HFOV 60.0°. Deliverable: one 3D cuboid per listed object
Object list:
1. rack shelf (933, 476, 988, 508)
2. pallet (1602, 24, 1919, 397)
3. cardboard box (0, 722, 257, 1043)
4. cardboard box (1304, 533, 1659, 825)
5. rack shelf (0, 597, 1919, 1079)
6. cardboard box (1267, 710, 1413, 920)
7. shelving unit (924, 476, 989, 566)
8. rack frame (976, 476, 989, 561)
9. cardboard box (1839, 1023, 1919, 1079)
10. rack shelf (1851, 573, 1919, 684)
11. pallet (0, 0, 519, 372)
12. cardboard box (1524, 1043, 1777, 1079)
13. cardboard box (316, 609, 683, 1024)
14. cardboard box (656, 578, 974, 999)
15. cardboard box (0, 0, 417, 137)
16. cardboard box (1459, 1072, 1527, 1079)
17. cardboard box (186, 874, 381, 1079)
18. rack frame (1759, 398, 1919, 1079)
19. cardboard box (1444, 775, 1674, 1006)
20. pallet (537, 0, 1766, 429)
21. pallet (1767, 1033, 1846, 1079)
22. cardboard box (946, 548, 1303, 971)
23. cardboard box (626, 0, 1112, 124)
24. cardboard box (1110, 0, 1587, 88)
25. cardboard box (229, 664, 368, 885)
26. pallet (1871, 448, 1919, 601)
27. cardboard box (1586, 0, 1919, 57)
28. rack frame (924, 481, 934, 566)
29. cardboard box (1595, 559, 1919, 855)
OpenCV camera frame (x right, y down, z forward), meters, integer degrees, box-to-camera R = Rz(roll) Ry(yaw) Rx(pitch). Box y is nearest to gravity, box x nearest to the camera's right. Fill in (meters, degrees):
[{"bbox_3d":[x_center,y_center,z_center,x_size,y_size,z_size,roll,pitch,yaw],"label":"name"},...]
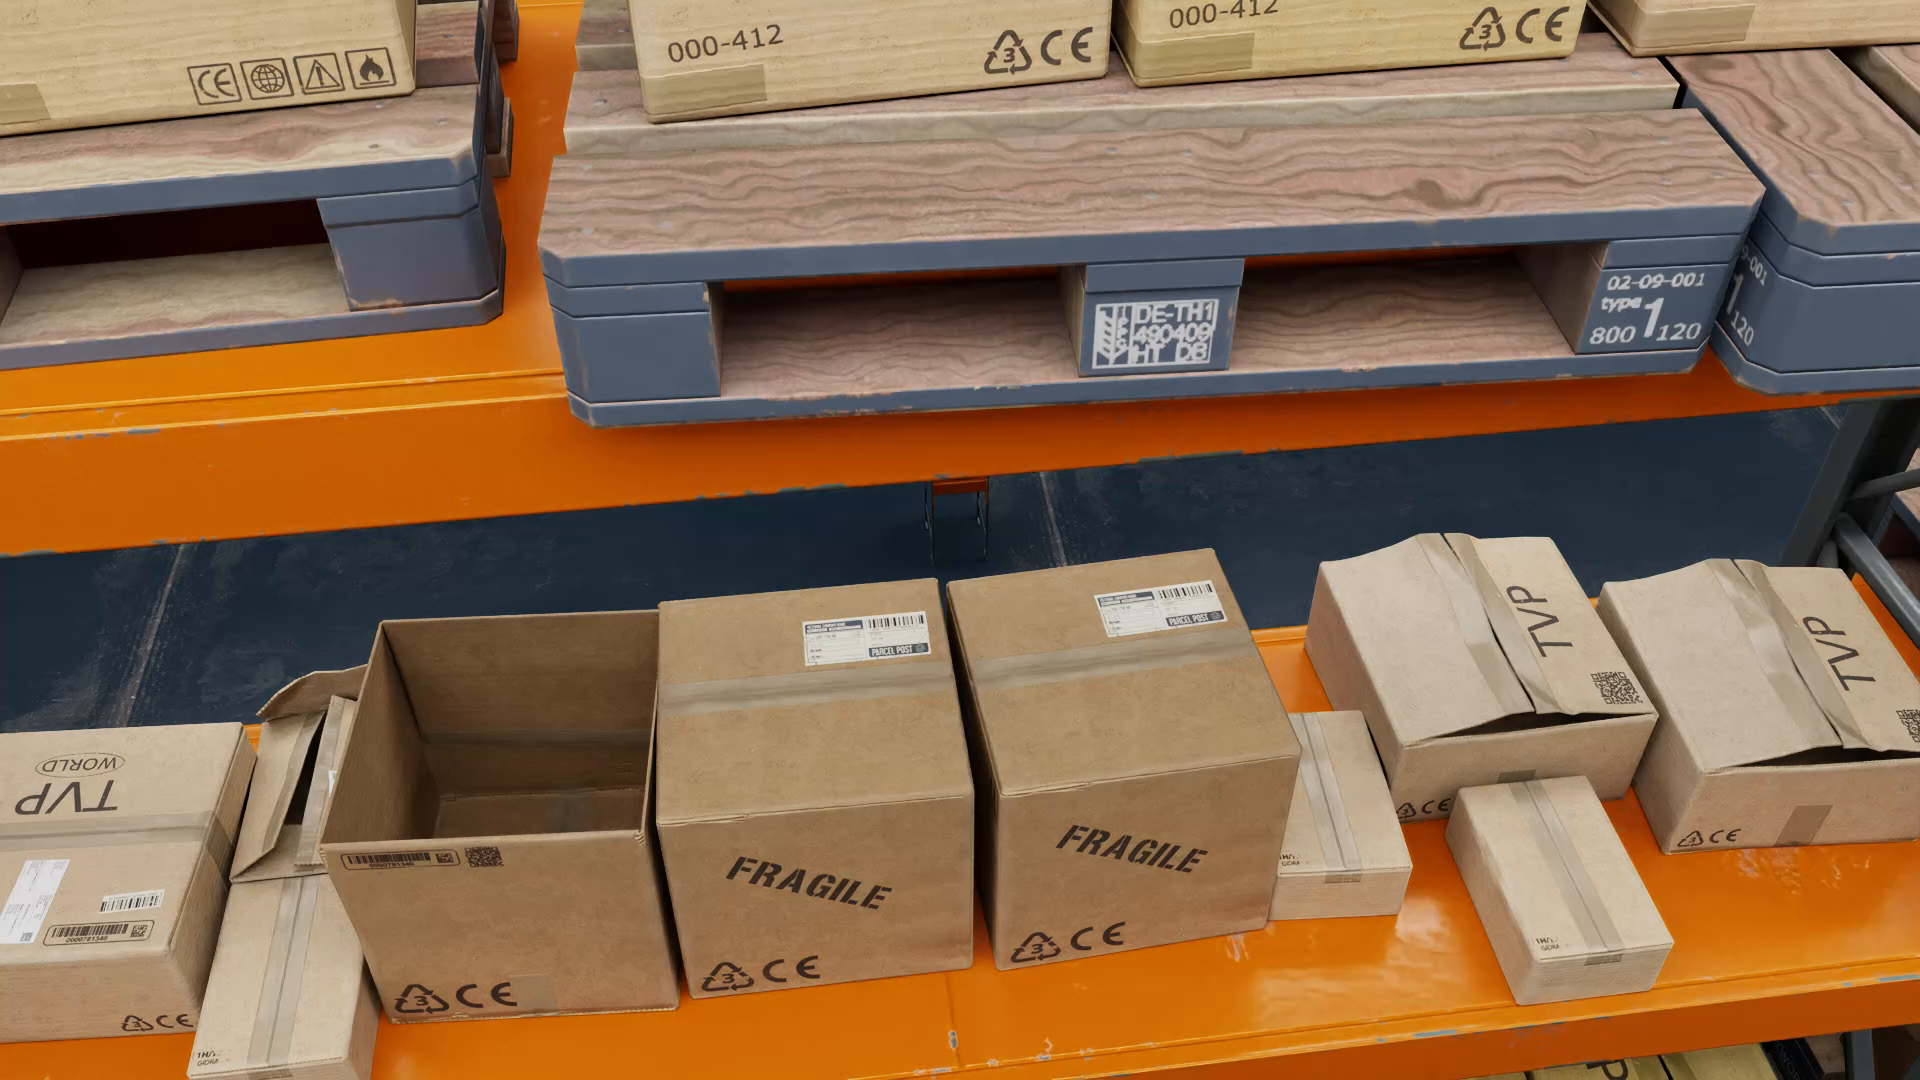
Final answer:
[{"bbox_3d":[-0.014,-0.233,5.537,0.180,0.103,0.258,-5,42,-6],"label":"rack shelf"},{"bbox_3d":[1.266,-0.655,2.138,1.003,0.211,1.213,-3,42,-4],"label":"pallet"},{"bbox_3d":[-1.556,0.602,2.955,0.500,0.250,0.500,-3,42,-3],"label":"cardboard box"},{"bbox_3d":[1.015,0.253,3.297,0.500,0.311,0.500,-5,42,-6],"label":"cardboard box"},{"bbox_3d":[-0.056,0.711,3.259,4.000,0.370,1.077,-5,42,-6],"label":"rack shelf"},{"bbox_3d":[0.670,0.512,3.130,0.250,0.149,0.380,-2,42,-2],"label":"cardboard box"},{"bbox_3d":[-0.014,-0.444,5.347,0.189,1.200,0.258,-5,42,-6],"label":"shelving unit"},{"bbox_3d":[0.076,-0.452,5.356,0.006,1.200,0.240,-5,42,-6],"label":"rack frame"},{"bbox_3d":[2.416,1.186,3.734,0.500,0.500,0.500,-3,42,-4],"label":"cardboard box"},{"bbox_3d":[3.910,0.364,3.644,4.000,0.370,1.077,-5,42,-6],"label":"rack shelf"},{"bbox_3d":[-1.166,-0.510,1.979,1.217,0.209,0.805,-7,42,-7],"label":"pallet"},{"bbox_3d":[1.440,1.136,3.571,0.500,0.311,0.500,-4,42,-4],"label":"cardboard box"},{"bbox_3d":[-0.753,0.479,2.905,0.500,0.500,0.500,-2,42,-2],"label":"cardboard box"},{"bbox_3d":[-0.256,0.436,2.953,0.500,0.500,0.500,-5,42,-5],"label":"cardboard box"},{"bbox_3d":[-0.883,-0.693,1.838,0.500,0.250,0.500,-9,43,-10],"label":"cardboard box"},{"bbox_3d":[0.925,1.186,3.516,0.500,0.311,0.500,-6,42,-6],"label":"cardboard box"},{"bbox_3d":[-1.134,0.770,2.844,0.250,0.149,0.380,-5,42,-6],"label":"cardboard box"},{"bbox_3d":[1.927,0.271,3.211,0.127,3.000,1.000,-5,42,-6],"label":"rack frame"},{"bbox_3d":[1.071,0.625,3.005,0.250,0.149,0.380,-5,42,-6],"label":"cardboard box"},{"bbox_3d":[0.157,-0.556,2.028,1.213,0.211,1.003,-3,42,-4],"label":"pallet"},{"bbox_3d":[2.672,1.266,4.189,1.213,0.211,1.003,-5,42,-6],"label":"pallet"},{"bbox_3d":[0.266,0.390,3.004,0.500,0.500,0.500,-7,43,-8],"label":"cardboard box"},{"bbox_3d":[-0.135,-0.722,1.869,0.500,0.250,0.500,-8,43,-9],"label":"cardboard box"},{"bbox_3d":[0.399,-0.767,1.920,0.500,0.250,0.500,-6,42,-6],"label":"cardboard box"},{"bbox_3d":[-1.191,0.469,3.090,0.258,0.266,0.396,-6,42,-7],"label":"cardboard box"},{"bbox_3d":[2.590,0.236,3.392,1.003,0.211,1.213,-5,42,-6],"label":"pallet"},{"bbox_3d":[0.967,-0.809,1.967,0.500,0.250,0.500,-4,42,-4],"label":"cardboard box"},{"bbox_3d":[-0.105,-0.436,5.338,0.006,1.200,0.240,-5,42,-6],"label":"rack frame"},{"bbox_3d":[1.561,0.306,3.238,0.500,0.311,0.500,-3,42,-3],"label":"cardboard box"}]
